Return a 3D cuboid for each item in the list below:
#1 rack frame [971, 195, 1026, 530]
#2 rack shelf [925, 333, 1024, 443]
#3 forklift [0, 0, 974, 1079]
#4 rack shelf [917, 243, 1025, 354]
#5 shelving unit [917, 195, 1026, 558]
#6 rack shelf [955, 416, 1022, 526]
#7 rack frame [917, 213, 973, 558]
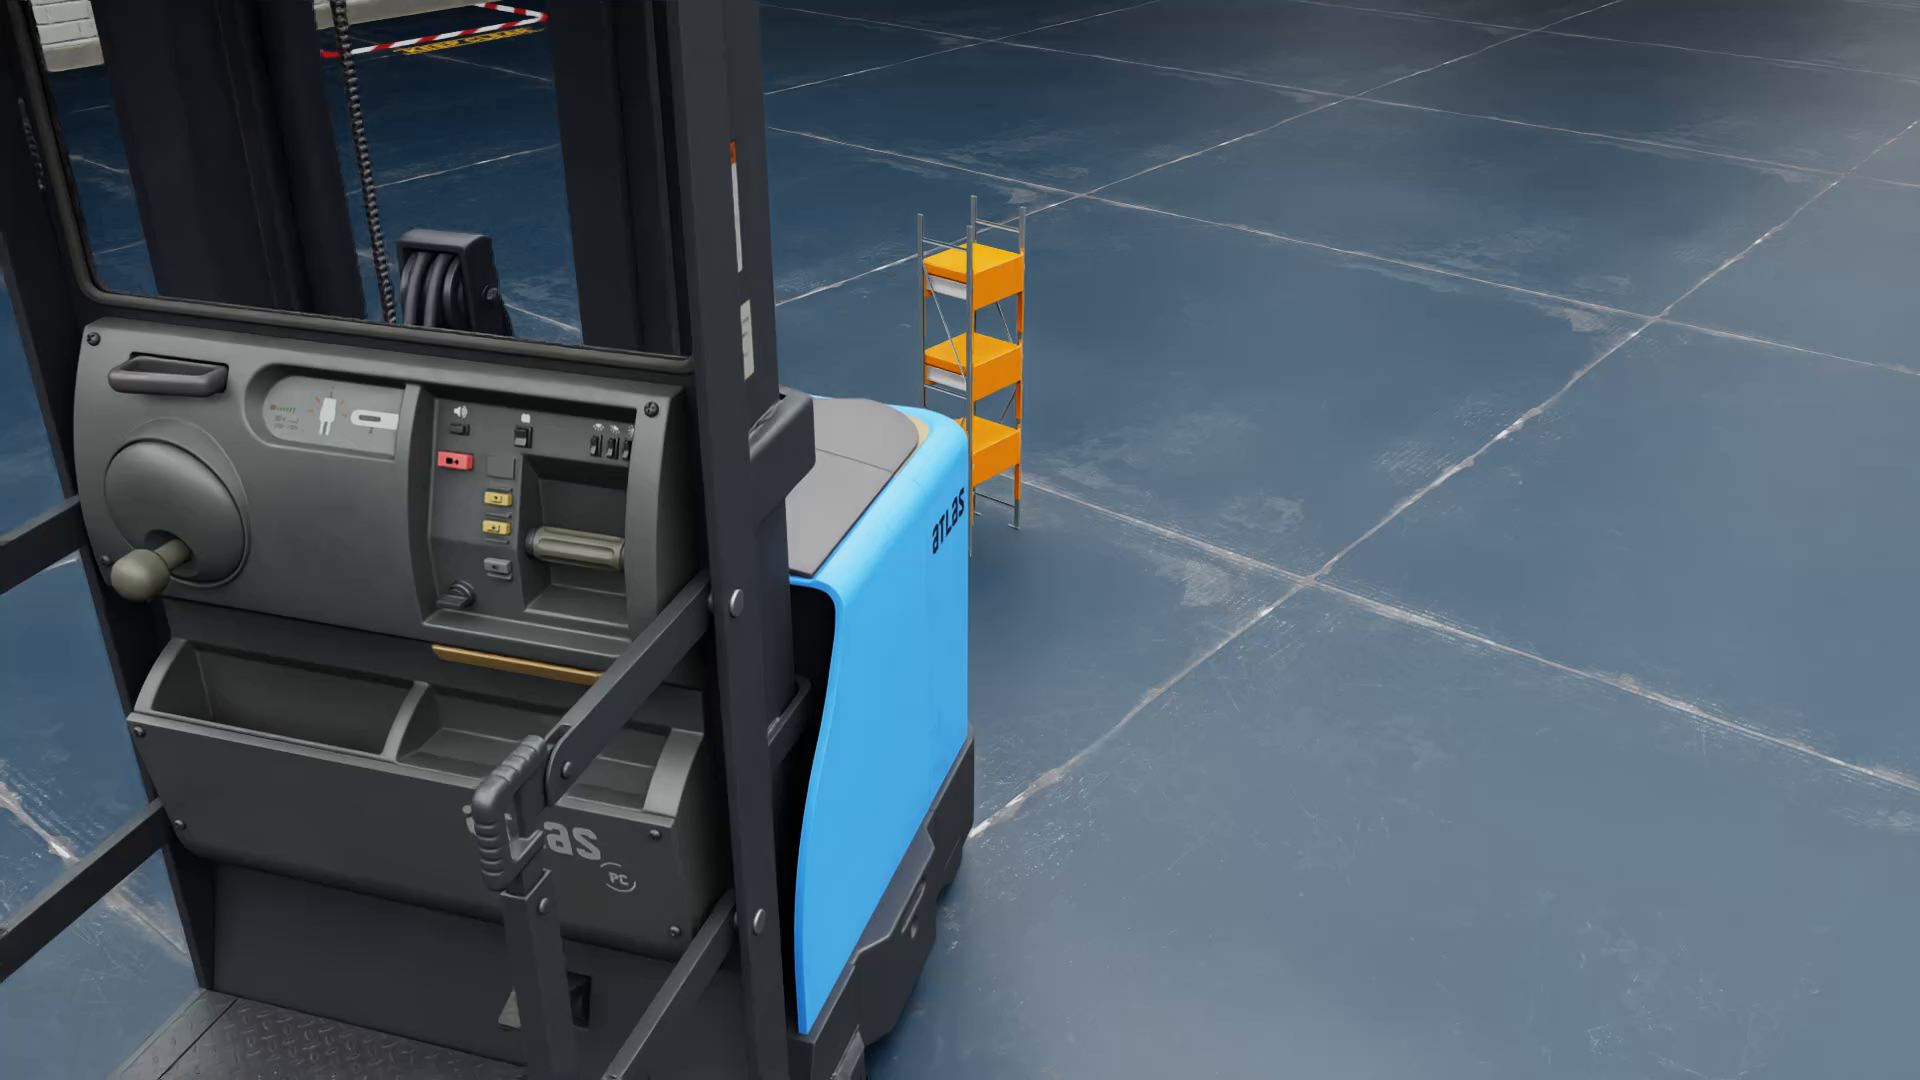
[{"bbox_3d":[0.112,-0.529,5.129,0.200,1.050,0.008,21,34,34],"label":"rack frame"},{"bbox_3d":[0.034,-0.476,5.050,0.215,0.259,0.240,21,34,34],"label":"rack shelf"},{"bbox_3d":[-0.889,-0.031,2.120,1.130,2.935,3.031,8,28,15],"label":"forklift"},{"bbox_3d":[0.034,-0.728,4.920,0.215,0.259,0.240,21,34,34],"label":"rack shelf"},{"bbox_3d":[0.034,-0.485,5.045,0.215,1.050,0.252,21,34,34],"label":"shelving unit"},{"bbox_3d":[0.034,-0.229,5.178,0.215,0.259,0.240,21,34,34],"label":"rack shelf"},{"bbox_3d":[-0.044,-0.442,4.962,0.200,1.050,0.008,21,34,34],"label":"rack frame"}]
